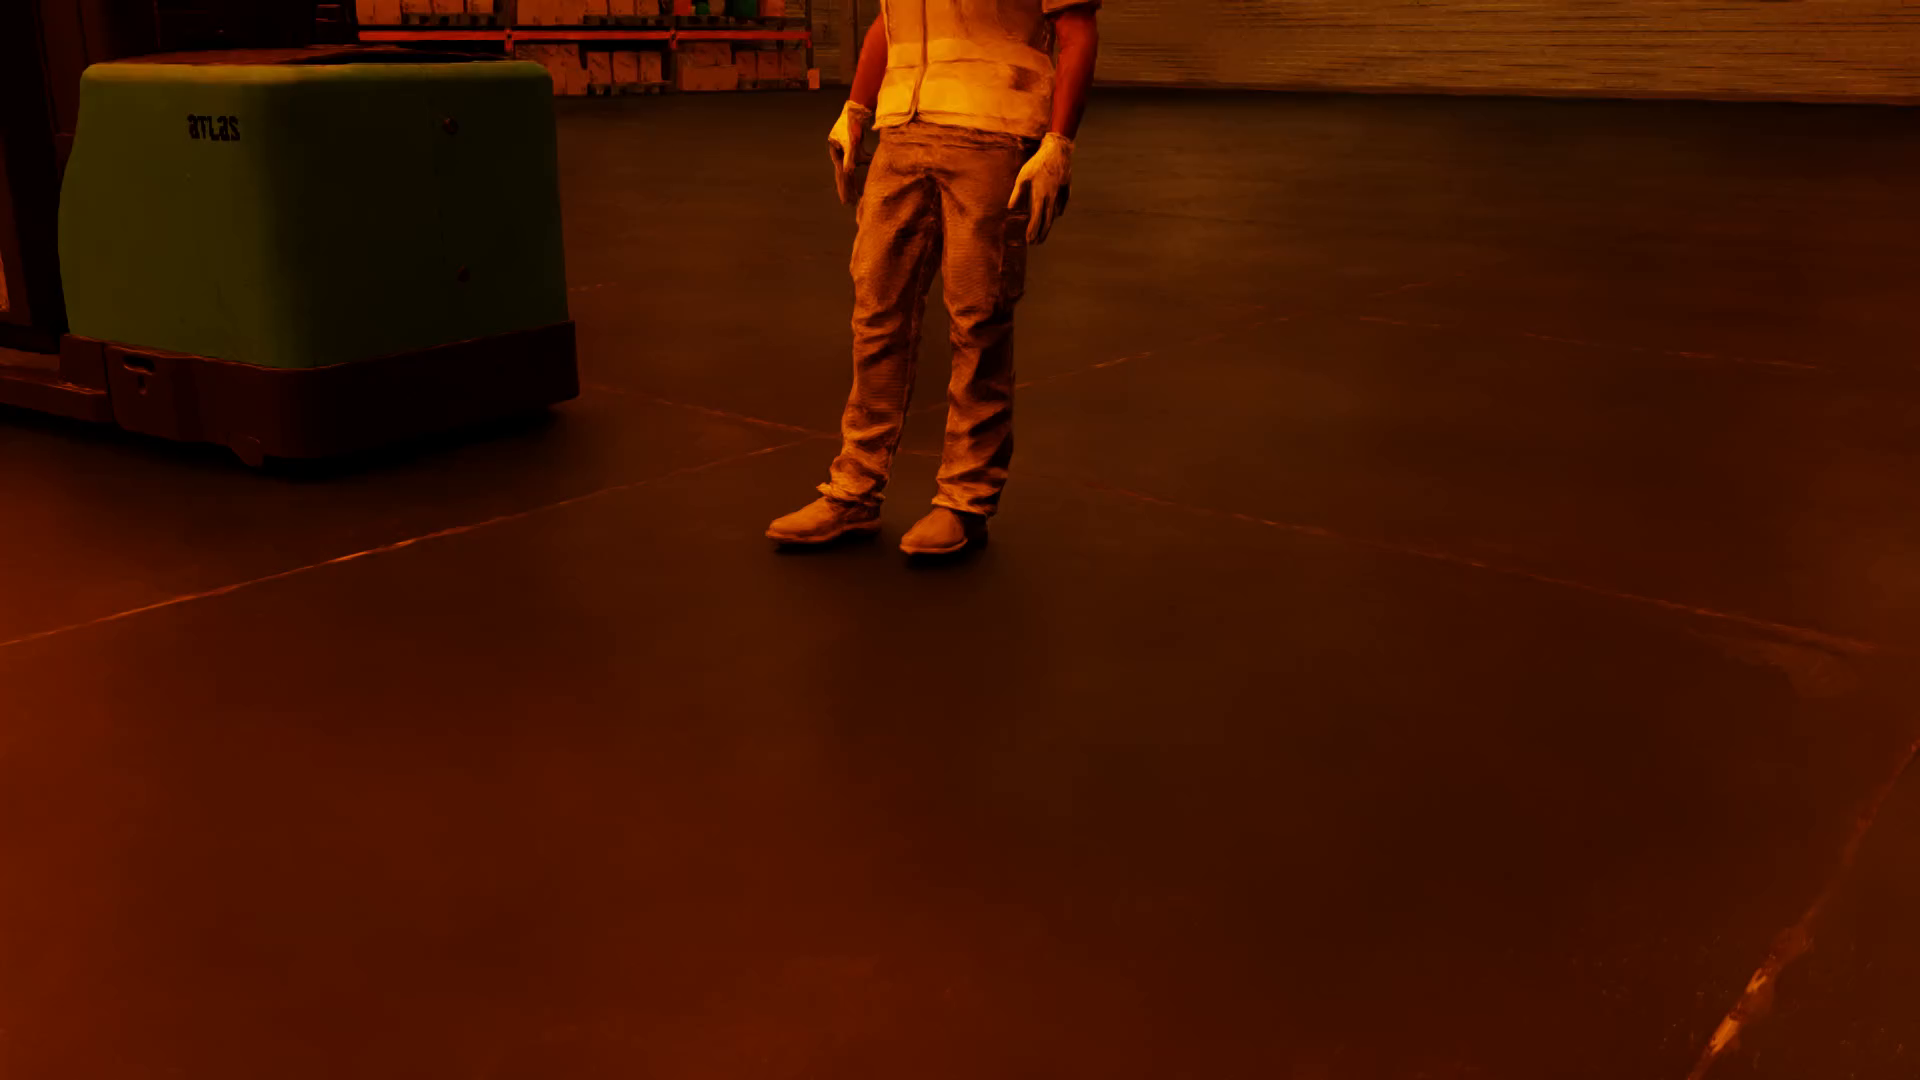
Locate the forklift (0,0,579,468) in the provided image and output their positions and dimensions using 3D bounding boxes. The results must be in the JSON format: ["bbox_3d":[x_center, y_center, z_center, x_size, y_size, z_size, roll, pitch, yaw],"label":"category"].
[{"bbox_3d":[-2.700,-1.903,5.164,3.031,2.935,1.130,11,20,31],"label":"forklift"}]

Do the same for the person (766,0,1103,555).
[{"bbox_3d":[-0.052,-0.845,3.632,0.655,1.782,0.576,13,21,37],"label":"person"}]
